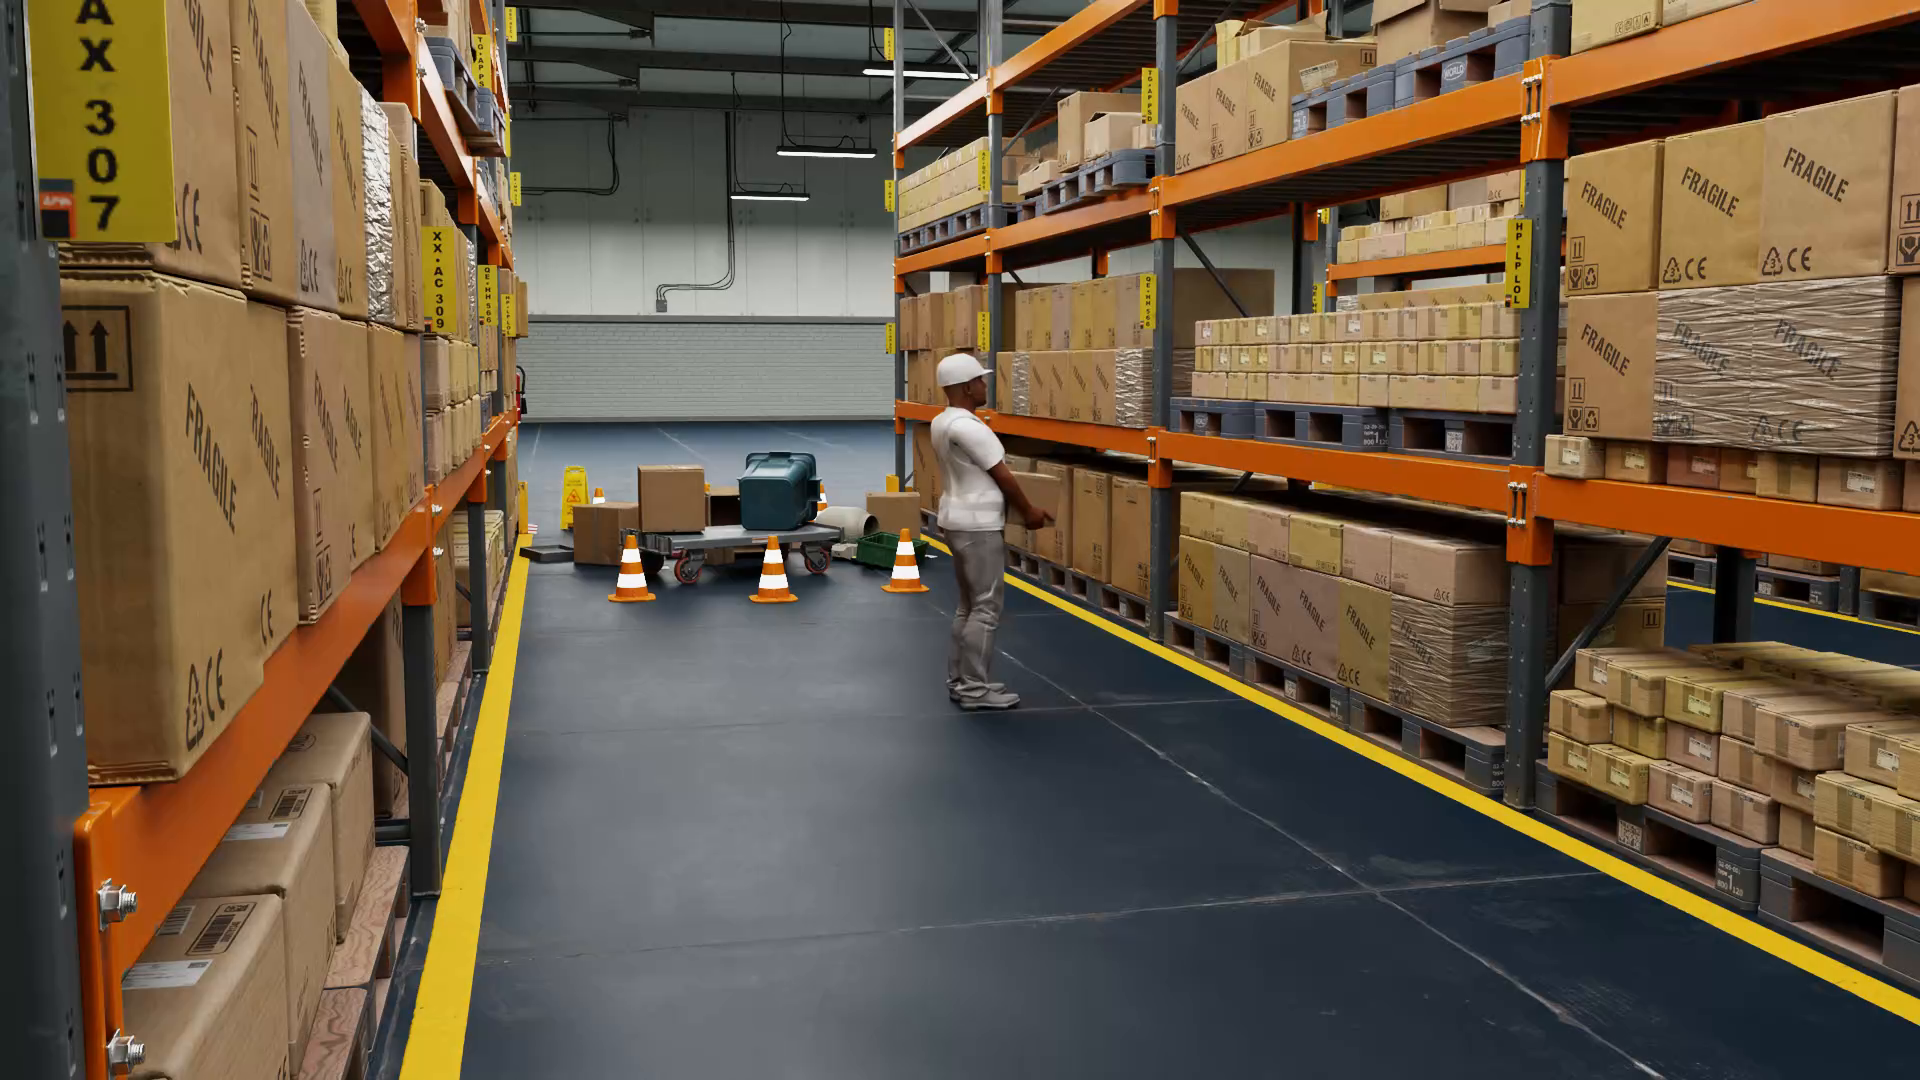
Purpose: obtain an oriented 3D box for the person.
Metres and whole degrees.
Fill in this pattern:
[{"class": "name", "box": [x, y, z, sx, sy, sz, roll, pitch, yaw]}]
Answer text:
[{"class": "person", "box": [0.155, -0.052, 8.366, 0.577, 1.761, 0.502, -1, 6, -14]}]
